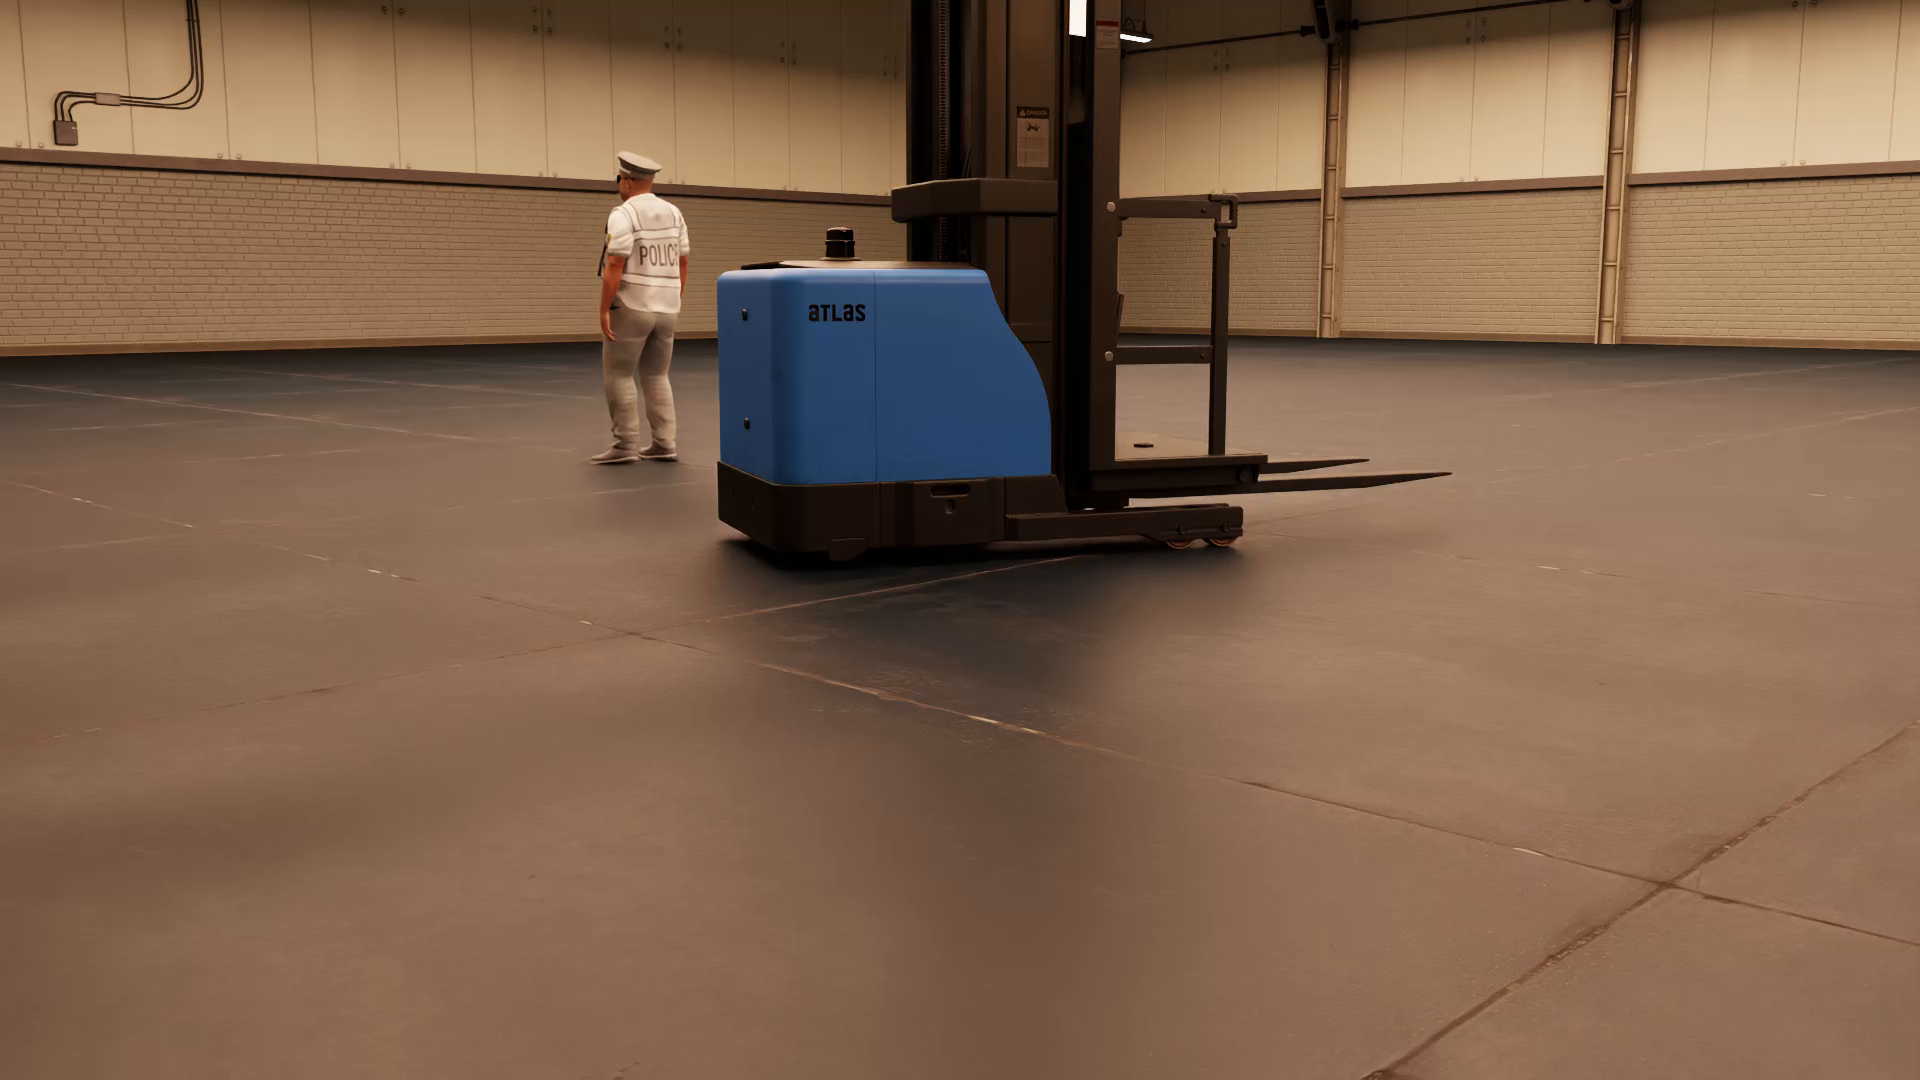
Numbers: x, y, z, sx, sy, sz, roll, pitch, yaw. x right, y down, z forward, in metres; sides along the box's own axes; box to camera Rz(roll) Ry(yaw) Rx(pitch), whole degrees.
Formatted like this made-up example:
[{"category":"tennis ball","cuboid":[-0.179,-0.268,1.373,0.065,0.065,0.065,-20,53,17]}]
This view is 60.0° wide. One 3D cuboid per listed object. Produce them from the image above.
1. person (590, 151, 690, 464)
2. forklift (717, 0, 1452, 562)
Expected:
[{"category":"person","cuboid":[-1.872,-1.325,9.604,0.493,1.796,0.624,7,11,37]},{"category":"forklift","cuboid":[0.583,-1.483,6.720,3.031,2.935,1.130,-3,9,-21]}]
